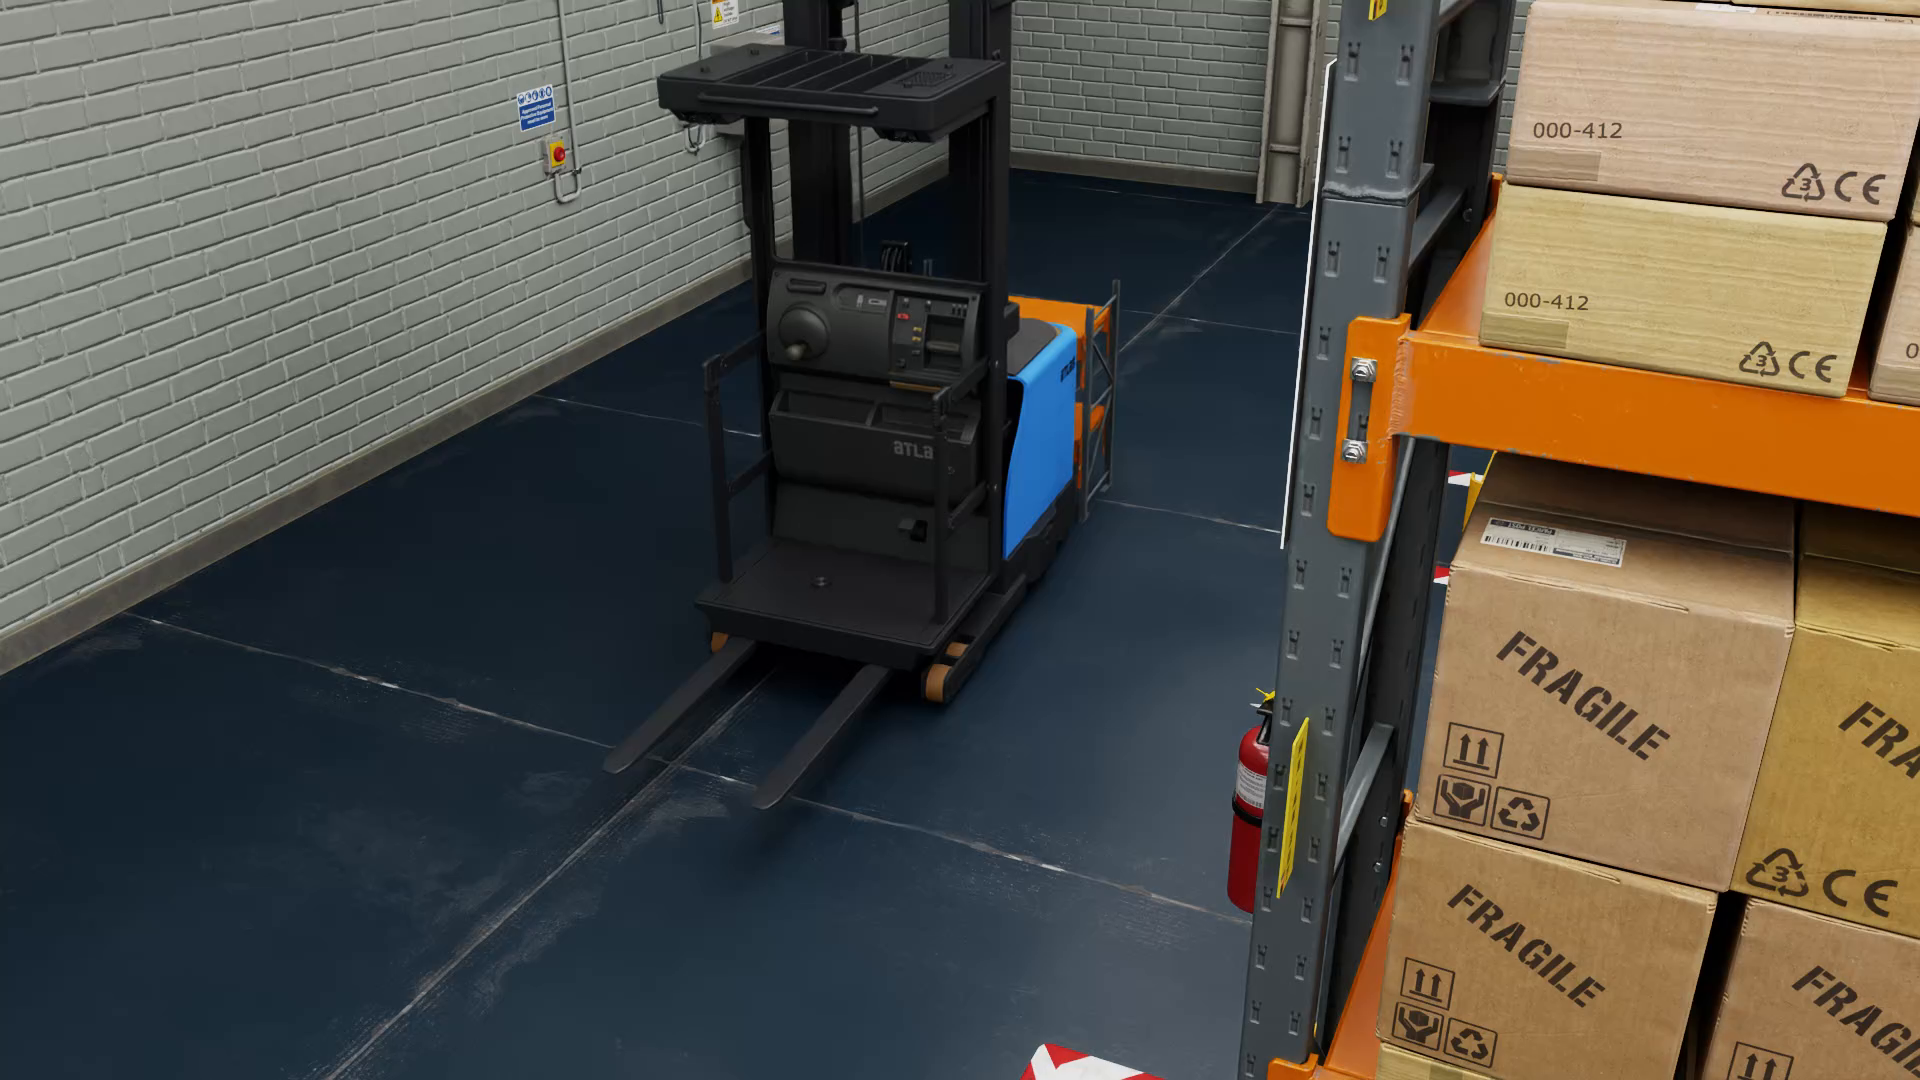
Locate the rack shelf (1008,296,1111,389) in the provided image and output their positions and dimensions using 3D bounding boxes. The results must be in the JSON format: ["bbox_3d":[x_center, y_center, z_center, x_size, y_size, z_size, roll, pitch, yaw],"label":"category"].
[{"bbox_3d":[0.229,-1.043,8.433,1.000,0.278,0.538,9,28,19],"label":"rack shelf"}]

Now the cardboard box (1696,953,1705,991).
[{"bbox_3d":[1.668,0.800,3.513,0.250,0.149,0.380,11,28,21],"label":"cardboard box"}]

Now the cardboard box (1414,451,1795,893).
[{"bbox_3d":[1.108,0.203,2.860,0.500,0.500,0.500,11,28,21],"label":"cardboard box"}]

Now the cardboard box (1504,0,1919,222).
[{"bbox_3d":[1.110,-0.675,2.433,0.500,0.250,0.500,12,29,23],"label":"cardboard box"}]

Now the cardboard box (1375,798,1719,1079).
[{"bbox_3d":[1.103,0.656,3.072,0.500,0.500,0.500,13,29,24],"label":"cardboard box"}]

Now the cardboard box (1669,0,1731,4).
[{"bbox_3d":[1.009,-0.890,2.417,0.250,0.149,0.380,11,28,21],"label":"cardboard box"}]

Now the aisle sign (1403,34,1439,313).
[{"bbox_3d":[0.866,-0.659,3.250,0.004,0.787,0.394,11,28,22],"label":"aisle sign"}]

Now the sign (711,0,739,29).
[{"bbox_3d":[-1.586,-3.593,11.218,0.001,0.242,0.339,11,28,22],"label":"sign"}]

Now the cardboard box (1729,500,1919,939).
[{"bbox_3d":[1.569,0.293,2.677,0.500,0.500,0.500,12,29,23],"label":"cardboard box"}]

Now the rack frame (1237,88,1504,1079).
[{"bbox_3d":[0.809,0.641,3.552,0.127,3.000,1.000,11,28,22],"label":"rack frame"}]

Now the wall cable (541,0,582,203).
[{"bbox_3d":[-2.377,-2.859,9.475,0.123,1.953,0.585,11,28,22],"label":"wall cable"}]

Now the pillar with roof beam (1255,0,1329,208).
[{"bbox_3d":[0.954,-5.180,8.583,0.400,9.000,9.100,11,28,22],"label":"pillar with roof beam"}]

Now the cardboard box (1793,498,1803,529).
[{"bbox_3d":[1.328,-0.002,3.276,0.500,0.500,0.500,11,28,21],"label":"cardboard box"}]

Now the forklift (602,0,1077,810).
[{"bbox_3d":[-0.439,-0.847,6.651,1.130,2.935,3.031,10,28,19],"label":"forklift"}]

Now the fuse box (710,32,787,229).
[{"bbox_3d":[-1.375,-2.629,11.653,0.414,1.711,0.539,11,28,22],"label":"fuse box"}]

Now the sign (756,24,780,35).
[{"bbox_3d":[-1.359,-3.401,11.869,0.001,0.494,0.329,11,28,22],"label":"sign"}]

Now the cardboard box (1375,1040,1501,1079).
[{"bbox_3d":[0.968,0.945,3.219,0.250,0.149,0.380,11,28,21],"label":"cardboard box"}]

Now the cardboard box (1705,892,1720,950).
[{"bbox_3d":[1.791,0.538,3.312,0.500,0.500,0.500,11,28,21],"label":"cardboard box"}]

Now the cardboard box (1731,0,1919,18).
[{"bbox_3d":[1.234,-0.836,2.308,0.250,0.149,0.380,13,29,24],"label":"cardboard box"}]

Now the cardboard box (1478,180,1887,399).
[{"bbox_3d":[1.112,-0.452,2.547,0.500,0.250,0.500,12,29,24],"label":"cardboard box"}]

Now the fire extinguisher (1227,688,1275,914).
[{"bbox_3d":[0.770,0.612,4.122,0.183,0.674,0.296,11,28,22],"label":"fire extinguisher"}]

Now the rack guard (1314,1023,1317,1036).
[{"bbox_3d":[0.878,1.777,4.076,0.348,0.500,1.175,11,28,22],"label":"rack guard"}]

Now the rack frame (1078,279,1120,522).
[{"bbox_3d":[0.704,-0.701,8.401,0.032,1.125,0.500,9,28,19],"label":"rack frame"}]

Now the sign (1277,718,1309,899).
[{"bbox_3d":[0.584,0.471,2.917,0.005,0.325,0.100,11,28,22],"label":"sign"}]

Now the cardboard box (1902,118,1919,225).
[{"bbox_3d":[1.576,-0.582,2.244,0.500,0.250,0.500,11,28,21],"label":"cardboard box"}]

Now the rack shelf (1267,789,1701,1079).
[{"bbox_3d":[2.629,1.330,2.968,4.000,0.370,1.077,11,28,22],"label":"rack shelf"}]

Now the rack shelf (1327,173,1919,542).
[{"bbox_3d":[2.629,-0.016,2.305,4.000,0.370,1.077,11,28,22],"label":"rack shelf"}]

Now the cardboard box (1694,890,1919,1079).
[{"bbox_3d":[1.601,0.744,2.894,0.500,0.500,0.500,11,28,22],"label":"cardboard box"}]

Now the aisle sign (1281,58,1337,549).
[{"bbox_3d":[0.618,-0.418,2.760,0.004,0.787,0.394,11,28,22],"label":"aisle sign"}]

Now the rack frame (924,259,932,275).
[{"bbox_3d":[-0.247,-0.860,8.724,0.032,1.125,0.500,9,28,19],"label":"rack frame"}]

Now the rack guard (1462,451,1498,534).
[{"bbox_3d":[2.744,-0.251,8.193,0.348,0.500,1.175,11,28,22],"label":"rack guard"}]

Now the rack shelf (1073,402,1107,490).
[{"bbox_3d":[0.229,-0.562,8.671,1.000,0.278,0.538,9,28,19],"label":"rack shelf"}]

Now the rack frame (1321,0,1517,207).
[{"bbox_3d":[0.809,-2.050,2.227,0.127,3.000,1.000,11,28,22],"label":"rack frame"}]

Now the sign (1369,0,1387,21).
[{"bbox_3d":[0.584,-0.878,2.253,0.005,0.325,0.100,11,28,22],"label":"sign"}]

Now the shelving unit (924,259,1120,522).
[{"bbox_3d":[0.229,-0.781,8.563,1.048,1.125,0.538,9,28,19],"label":"shelving unit"}]

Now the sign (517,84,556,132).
[{"bbox_3d":[-2.453,-2.502,9.630,0.001,0.218,0.327,11,28,22],"label":"sign"}]

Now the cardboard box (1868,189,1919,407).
[{"bbox_3d":[1.589,-0.354,2.348,0.500,0.250,0.500,12,29,23],"label":"cardboard box"}]

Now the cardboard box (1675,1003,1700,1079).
[{"bbox_3d":[1.439,1.046,3.015,0.250,0.149,0.380,11,28,20],"label":"cardboard box"}]

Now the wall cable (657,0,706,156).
[{"bbox_3d":[-1.800,-3.417,10.645,0.122,1.984,0.588,11,28,22],"label":"wall cable"}]
